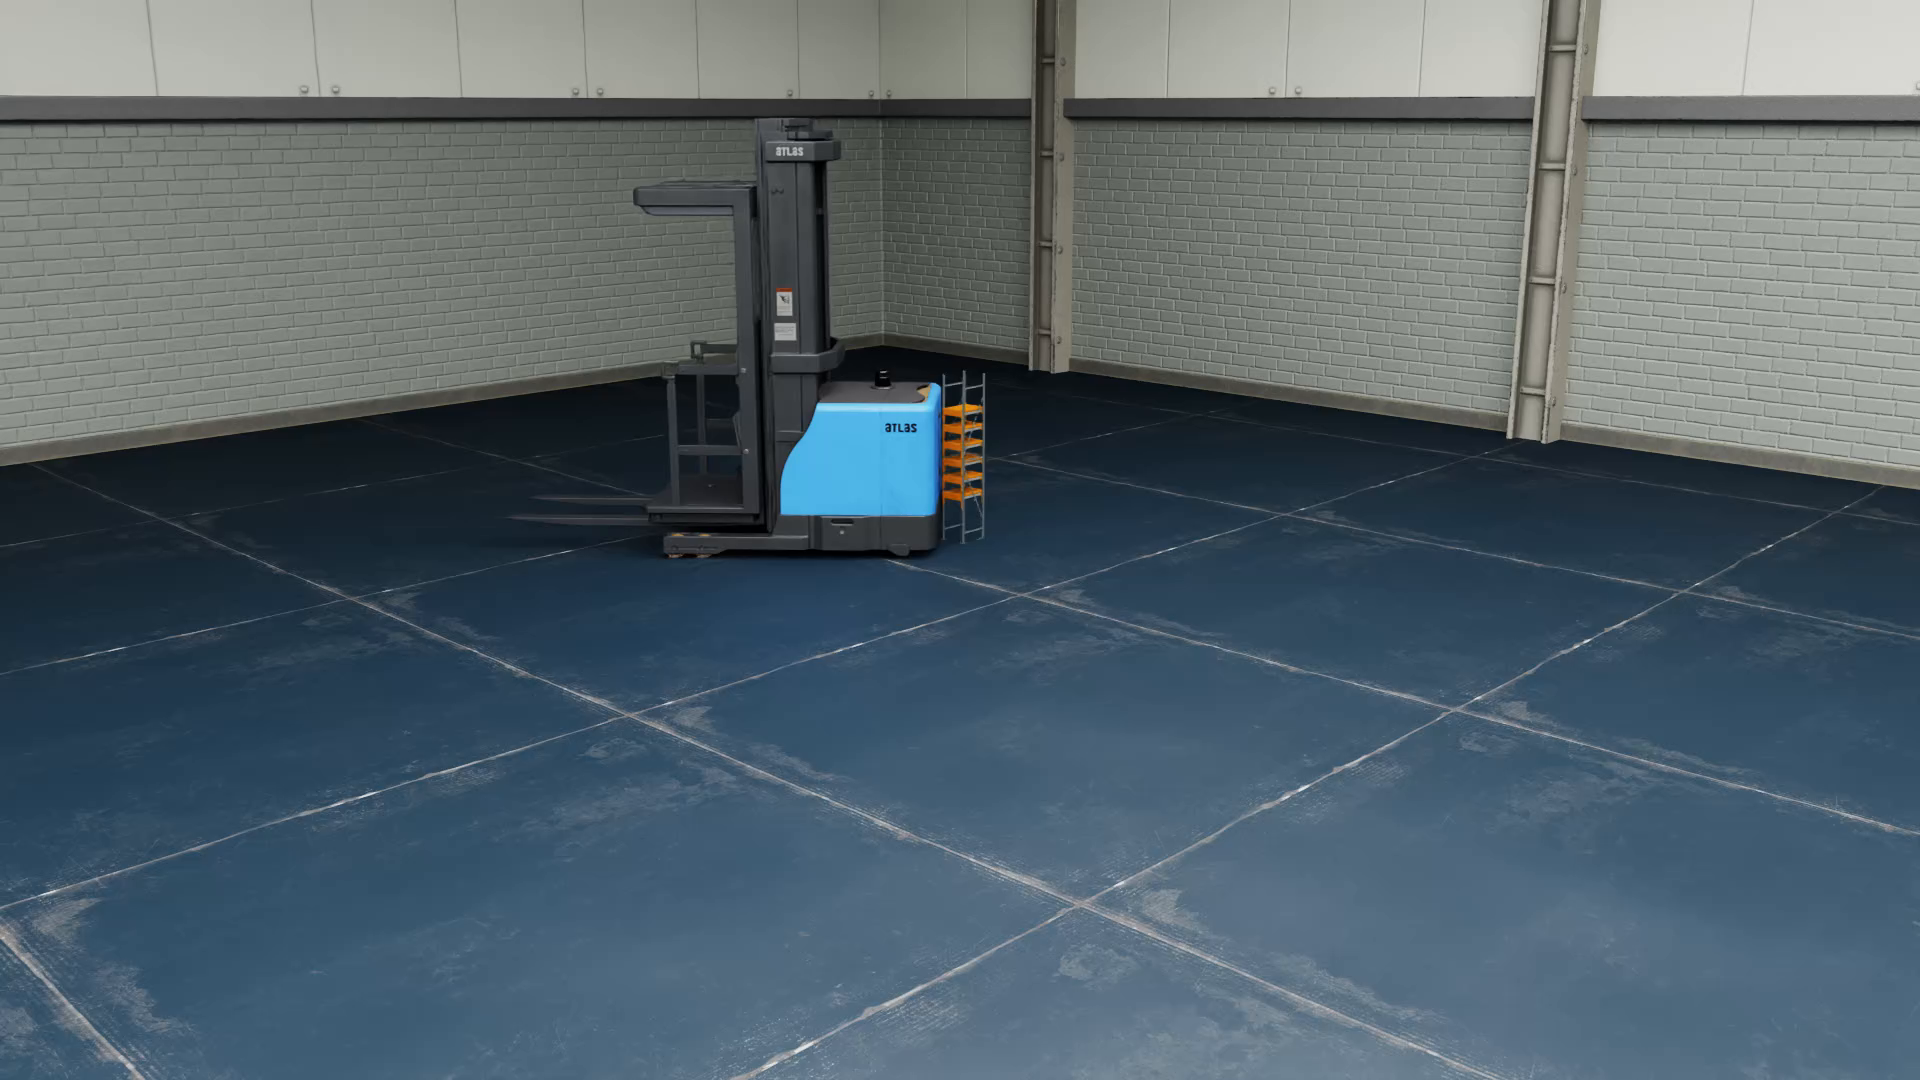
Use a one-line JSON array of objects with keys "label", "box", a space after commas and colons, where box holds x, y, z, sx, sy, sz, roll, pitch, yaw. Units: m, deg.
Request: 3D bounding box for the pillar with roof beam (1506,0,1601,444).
[{"label": "pillar with roof beam", "box": [2.386, -4.525, 11.453, 0.400, 9.000, 9.100, 14, 20, 42]}]

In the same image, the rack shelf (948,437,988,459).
[{"label": "rack shelf", "box": [0.066, -0.658, 11.778, 0.180, 0.103, 0.258, 12, 18, 37]}]

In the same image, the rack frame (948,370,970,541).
[{"label": "rack frame", "box": [-0.006, -0.600, 11.852, 0.006, 1.200, 0.240, 12, 18, 37]}]

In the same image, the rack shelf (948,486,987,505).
[{"label": "rack shelf", "box": [0.065, -0.310, 11.869, 0.180, 0.103, 0.258, 12, 18, 37]}]

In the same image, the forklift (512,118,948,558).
[{"label": "forklift", "box": [-1.614, -1.425, 11.586, 3.031, 2.935, 1.130, 1, 15, 2]}]

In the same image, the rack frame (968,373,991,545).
[{"label": "rack frame", "box": [0.137, -0.571, 11.741, 0.006, 1.200, 0.240, 12, 18, 37]}]

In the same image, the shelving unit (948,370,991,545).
[{"label": "shelving unit", "box": [0.066, -0.585, 11.797, 0.189, 1.200, 0.258, 12, 18, 37]}]

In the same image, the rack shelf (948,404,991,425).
[{"label": "rack shelf", "box": [0.067, -0.891, 11.717, 0.180, 0.103, 0.258, 12, 18, 37]}]

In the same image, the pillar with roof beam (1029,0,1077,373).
[{"label": "pillar with roof beam", "box": [-1.933, -5.576, 15.483, 0.400, 9.000, 9.100, 14, 20, 42]}]

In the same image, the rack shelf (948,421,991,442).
[{"label": "rack shelf", "box": [0.066, -0.775, 11.747, 0.180, 0.103, 0.258, 12, 18, 37]}]

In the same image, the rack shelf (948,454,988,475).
[{"label": "rack shelf", "box": [0.066, -0.542, 11.808, 0.180, 0.103, 0.258, 12, 18, 37]}]

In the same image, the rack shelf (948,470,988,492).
[{"label": "rack shelf", "box": [0.065, -0.426, 11.838, 0.180, 0.103, 0.258, 12, 18, 37]}]
